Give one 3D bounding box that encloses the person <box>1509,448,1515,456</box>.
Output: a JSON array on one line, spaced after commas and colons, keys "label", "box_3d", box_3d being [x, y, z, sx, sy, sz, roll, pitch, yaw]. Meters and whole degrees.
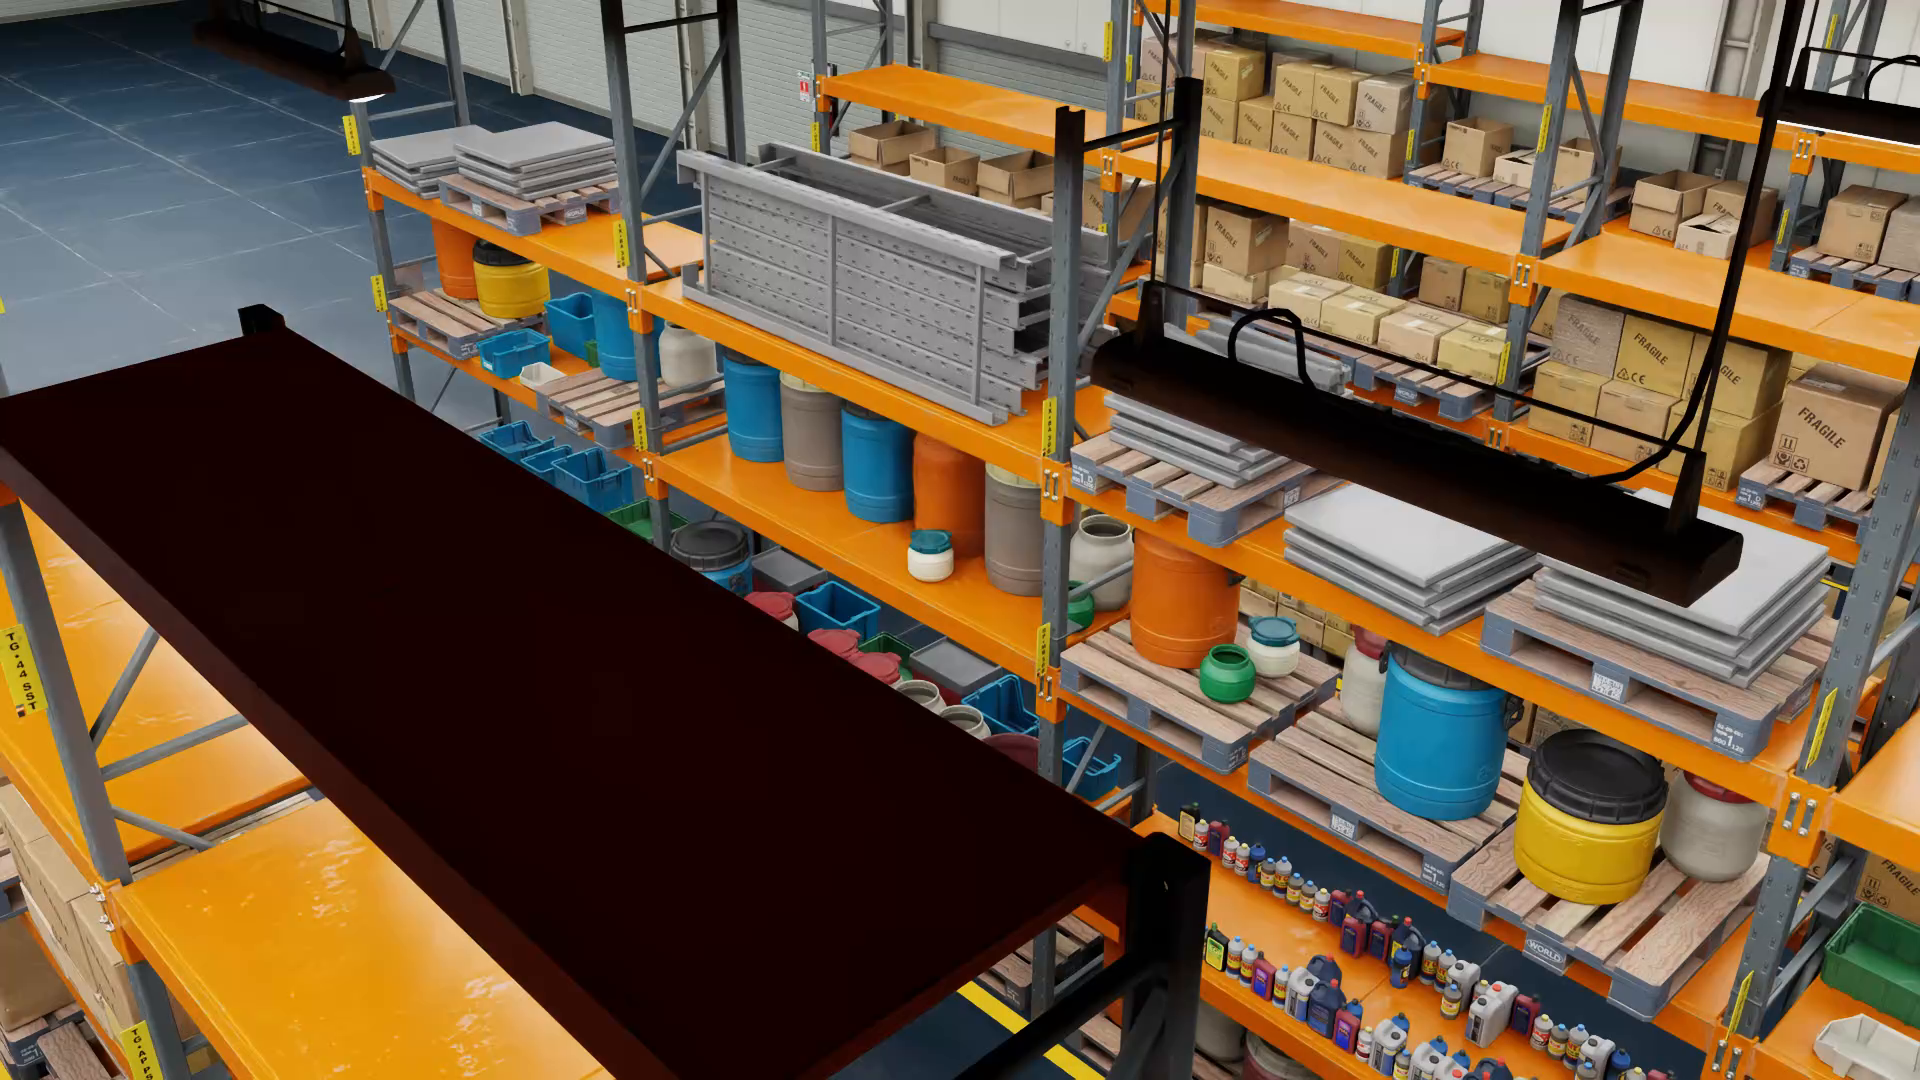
[{"label": "person", "box_3d": [4.808, -0.284, 15.543, 0.631, 1.752, 0.703, -22, 35, -35]}]
